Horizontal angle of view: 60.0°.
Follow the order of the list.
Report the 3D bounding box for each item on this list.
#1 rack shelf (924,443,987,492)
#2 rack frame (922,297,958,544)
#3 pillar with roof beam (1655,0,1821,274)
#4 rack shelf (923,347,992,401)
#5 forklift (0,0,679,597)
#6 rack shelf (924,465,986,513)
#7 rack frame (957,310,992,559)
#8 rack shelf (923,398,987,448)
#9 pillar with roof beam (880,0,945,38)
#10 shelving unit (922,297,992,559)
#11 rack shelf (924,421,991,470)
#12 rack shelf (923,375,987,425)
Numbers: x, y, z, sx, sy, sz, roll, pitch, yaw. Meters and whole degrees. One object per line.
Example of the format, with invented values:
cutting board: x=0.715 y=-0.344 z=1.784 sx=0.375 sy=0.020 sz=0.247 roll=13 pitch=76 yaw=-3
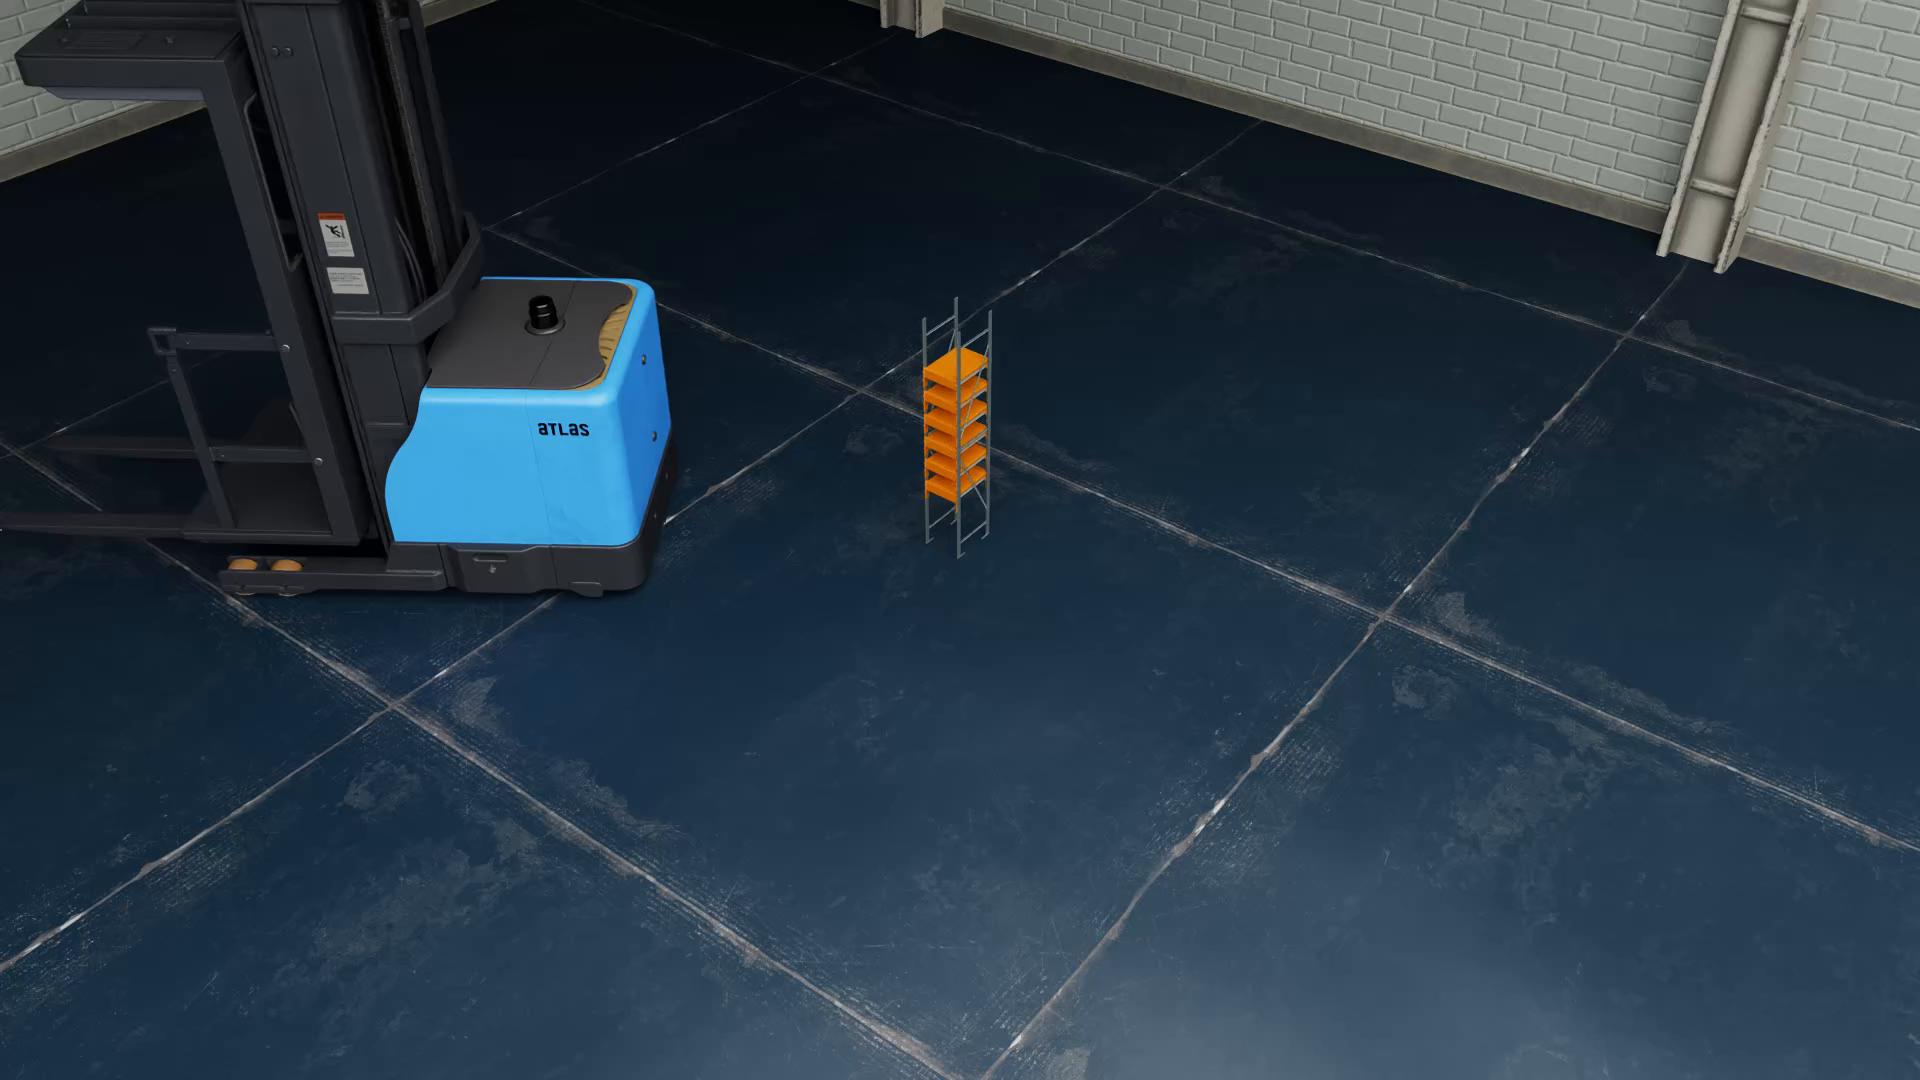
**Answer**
rack shelf: x=-0.011 y=-0.348 z=7.488 sx=0.180 sy=0.103 sz=0.258 roll=25 pitch=45 yaw=29
rack frame: x=-0.084 y=-0.512 z=7.431 sx=0.006 sy=1.200 sz=0.240 roll=25 pitch=45 yaw=29
pillar with roof beam: x=1.787 y=-3.143 z=4.465 sx=0.400 sy=9.000 sz=9.100 roll=25 pitch=45 yaw=29
rack shelf: x=-0.012 y=-0.726 z=7.193 sx=0.180 sy=0.103 sz=0.258 roll=25 pitch=45 yaw=29
forklift: x=-2.895 y=-1.227 z=6.940 sx=3.031 sy=2.935 sz=1.130 roll=1 pitch=38 yaw=2
rack shelf: x=-0.011 y=-0.254 z=7.562 sx=0.180 sy=0.103 sz=0.258 roll=25 pitch=45 yaw=29
rack frame: x=0.061 y=-0.444 z=7.343 sx=0.006 sy=1.200 sz=0.240 roll=25 pitch=45 yaw=29
rack shelf: x=-0.012 y=-0.537 z=7.340 sx=0.180 sy=0.103 sz=0.258 roll=25 pitch=45 yaw=29
pillar with roof beam: x=-2.979 y=-5.390 z=7.335 sx=0.400 sy=9.000 sz=9.100 roll=25 pitch=45 yaw=29
shelving unit: x=-0.012 y=-0.478 z=7.387 sx=0.189 sy=1.200 sz=0.258 roll=25 pitch=45 yaw=29
rack shelf: x=-0.012 y=-0.443 z=7.414 sx=0.180 sy=0.103 sz=0.258 roll=25 pitch=45 yaw=29
rack shelf: x=-0.012 y=-0.632 z=7.266 sx=0.180 sy=0.103 sz=0.258 roll=25 pitch=45 yaw=29
